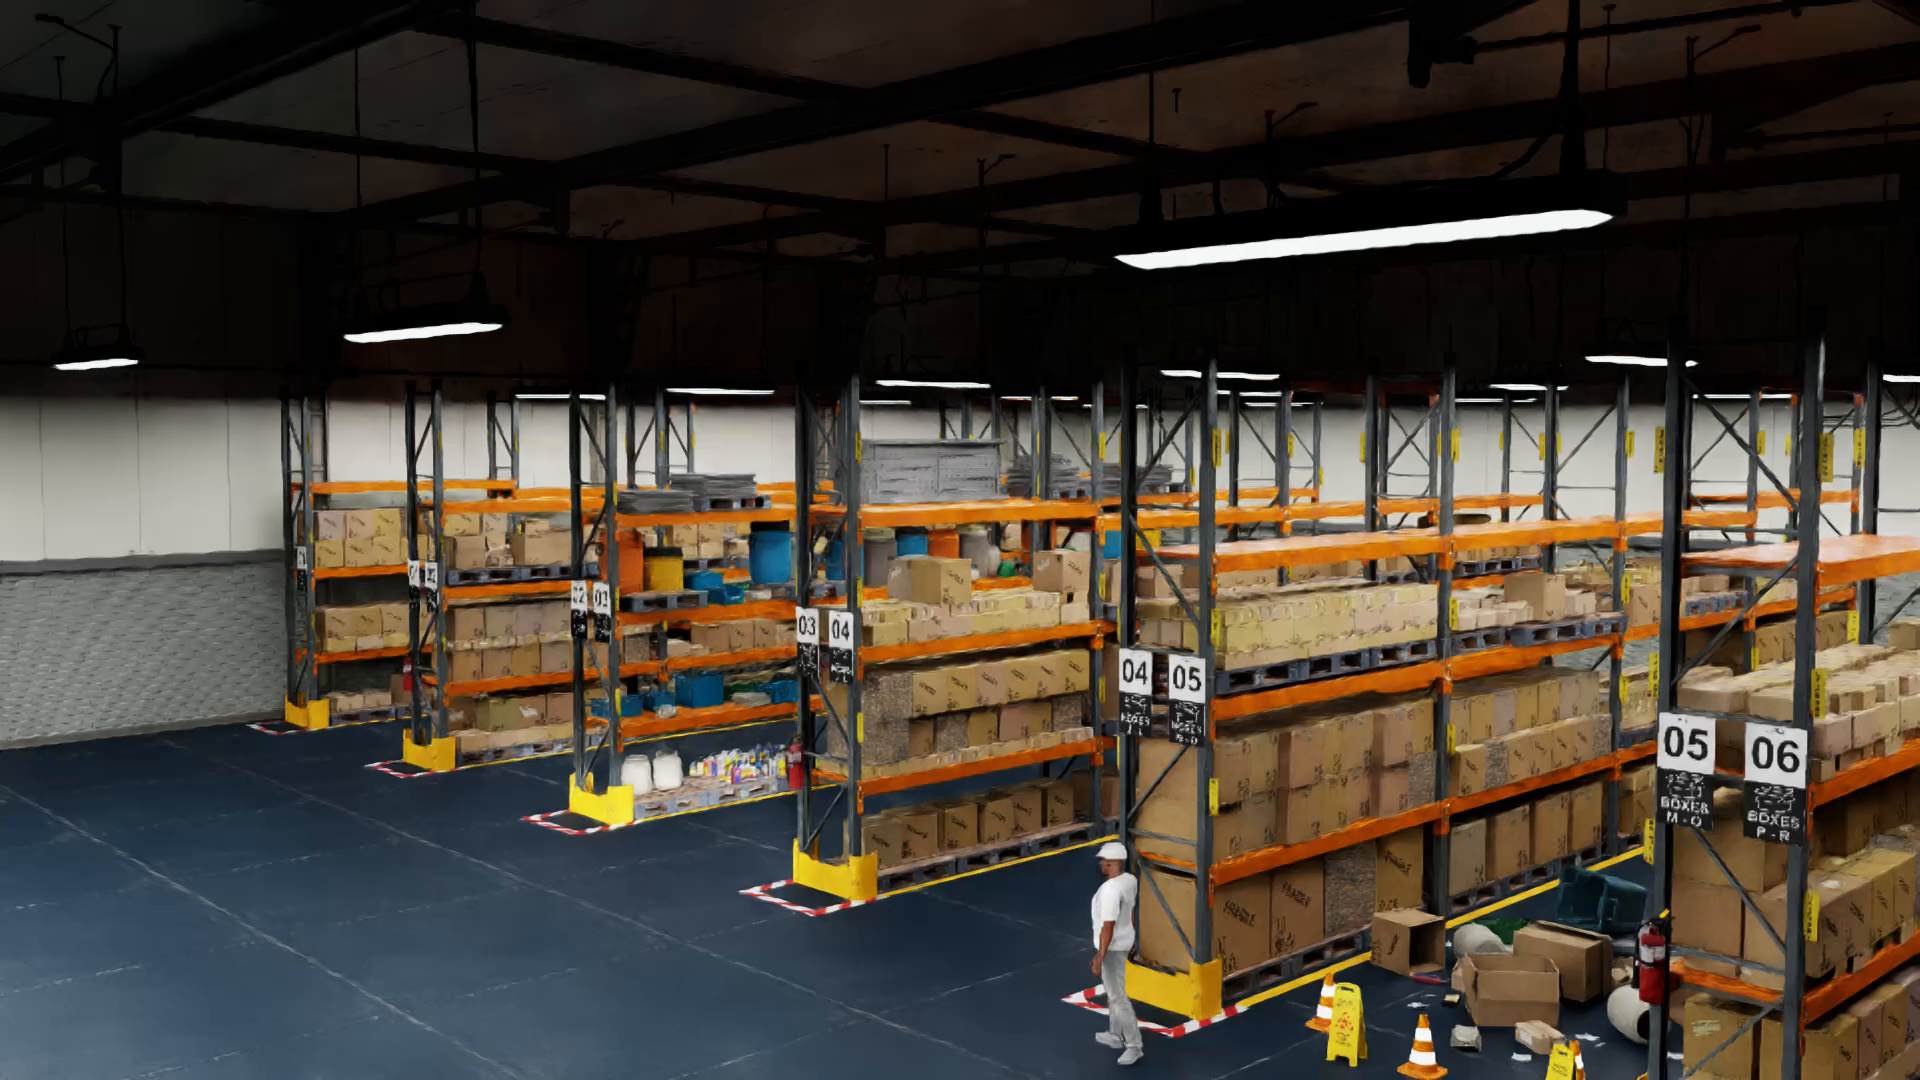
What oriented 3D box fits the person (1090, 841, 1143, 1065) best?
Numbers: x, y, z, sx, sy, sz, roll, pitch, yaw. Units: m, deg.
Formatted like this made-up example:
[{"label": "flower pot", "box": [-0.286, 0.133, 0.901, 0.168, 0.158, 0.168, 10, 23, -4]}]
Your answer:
[{"label": "person", "box": [1.318, 3.405, 13.860, 0.482, 1.764, 0.750, 1, 4, 16]}]
